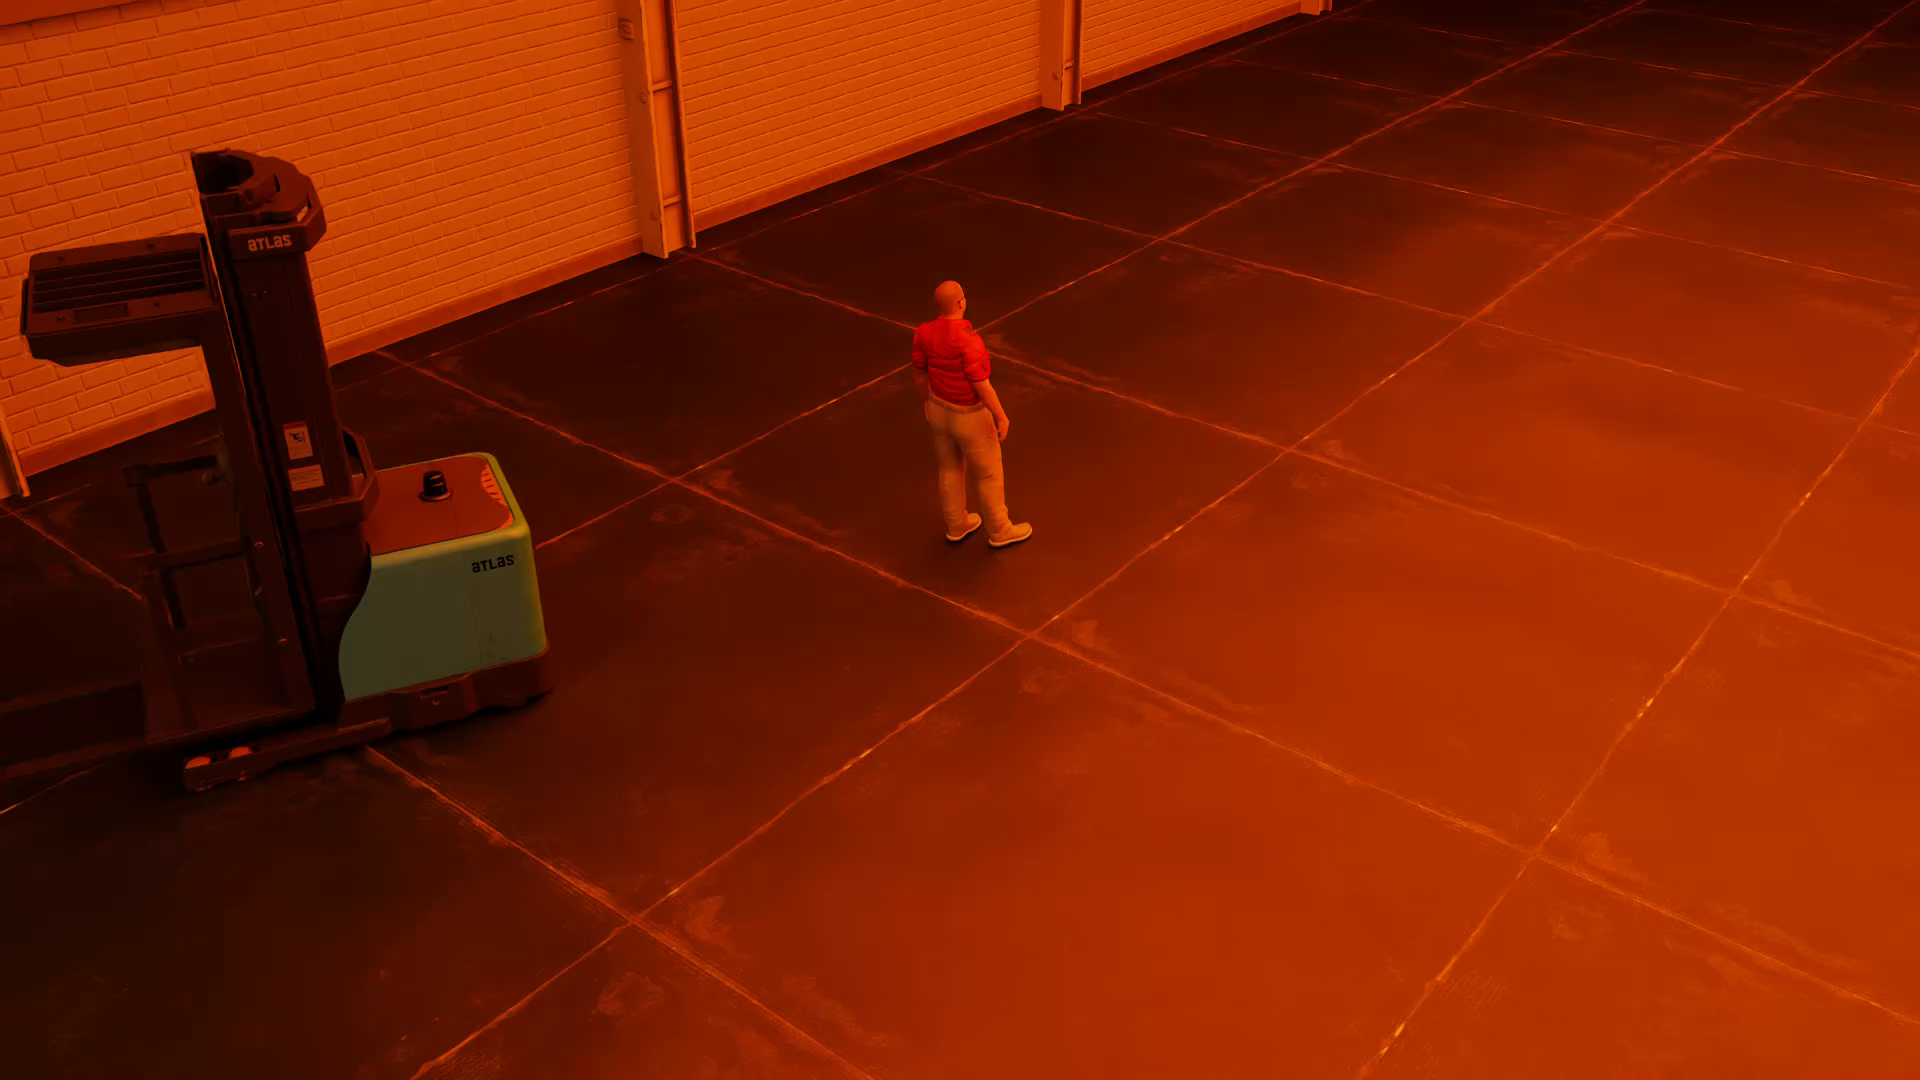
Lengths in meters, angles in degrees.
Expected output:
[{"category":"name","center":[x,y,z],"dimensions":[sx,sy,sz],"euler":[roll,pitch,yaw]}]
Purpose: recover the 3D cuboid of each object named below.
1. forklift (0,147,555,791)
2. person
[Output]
[{"category":"forklift","center":[-3.758,-0.313,8.130],"dimensions":[3.031,2.935,1.130],"euler":[-13,33,-21]},{"category":"person","center":[0.066,-0.784,10.114],"dimensions":[0.640,1.727,0.551],"euler":[22,37,33]}]
